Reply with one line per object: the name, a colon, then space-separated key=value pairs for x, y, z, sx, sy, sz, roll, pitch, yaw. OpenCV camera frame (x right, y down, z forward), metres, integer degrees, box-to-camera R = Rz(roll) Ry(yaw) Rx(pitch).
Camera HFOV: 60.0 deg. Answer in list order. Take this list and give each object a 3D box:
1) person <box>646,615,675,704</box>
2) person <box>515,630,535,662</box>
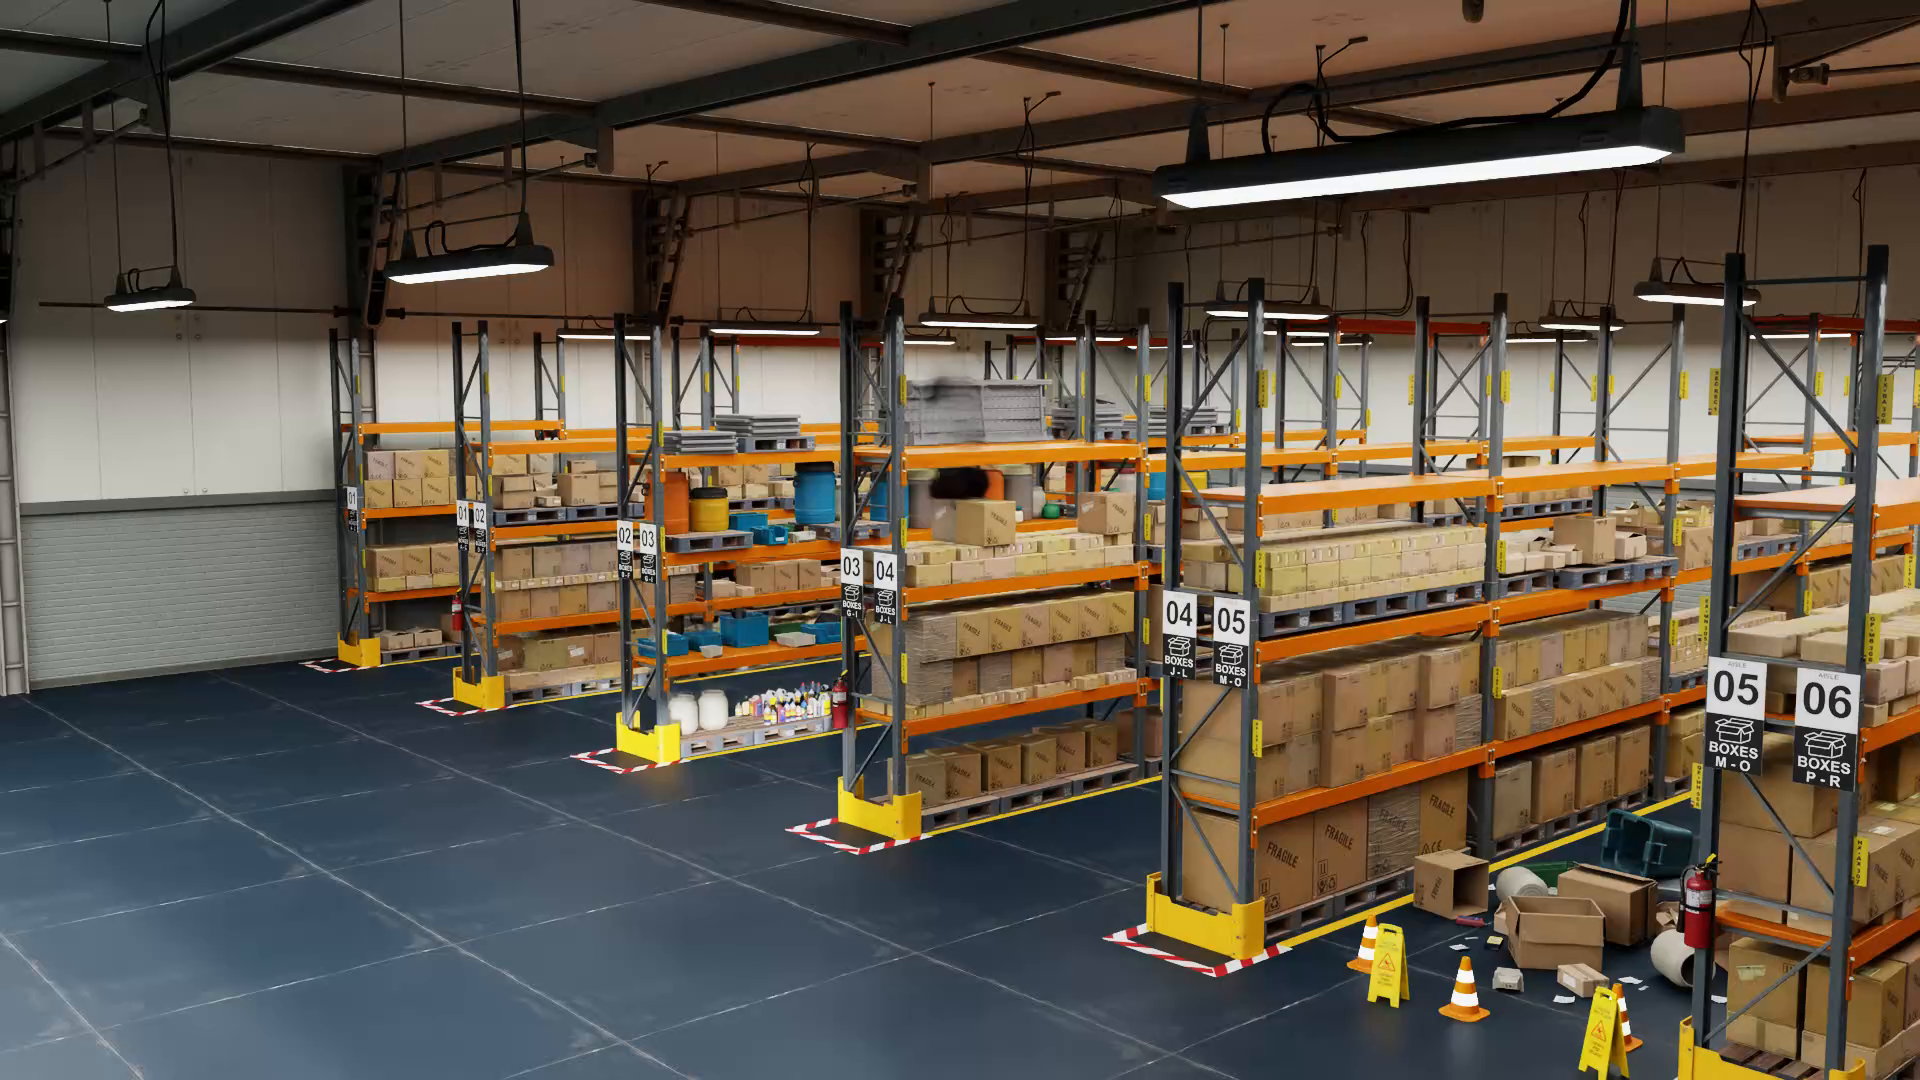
person: x=-4.450 y=1.892 z=24.729 sx=0.573 sy=1.667 sz=0.561 roll=-6 pitch=8 yaw=-44
person: x=-7.388 y=1.569 z=28.367 sx=0.622 sy=1.655 sz=0.646 roll=5 pitch=8 yaw=44
